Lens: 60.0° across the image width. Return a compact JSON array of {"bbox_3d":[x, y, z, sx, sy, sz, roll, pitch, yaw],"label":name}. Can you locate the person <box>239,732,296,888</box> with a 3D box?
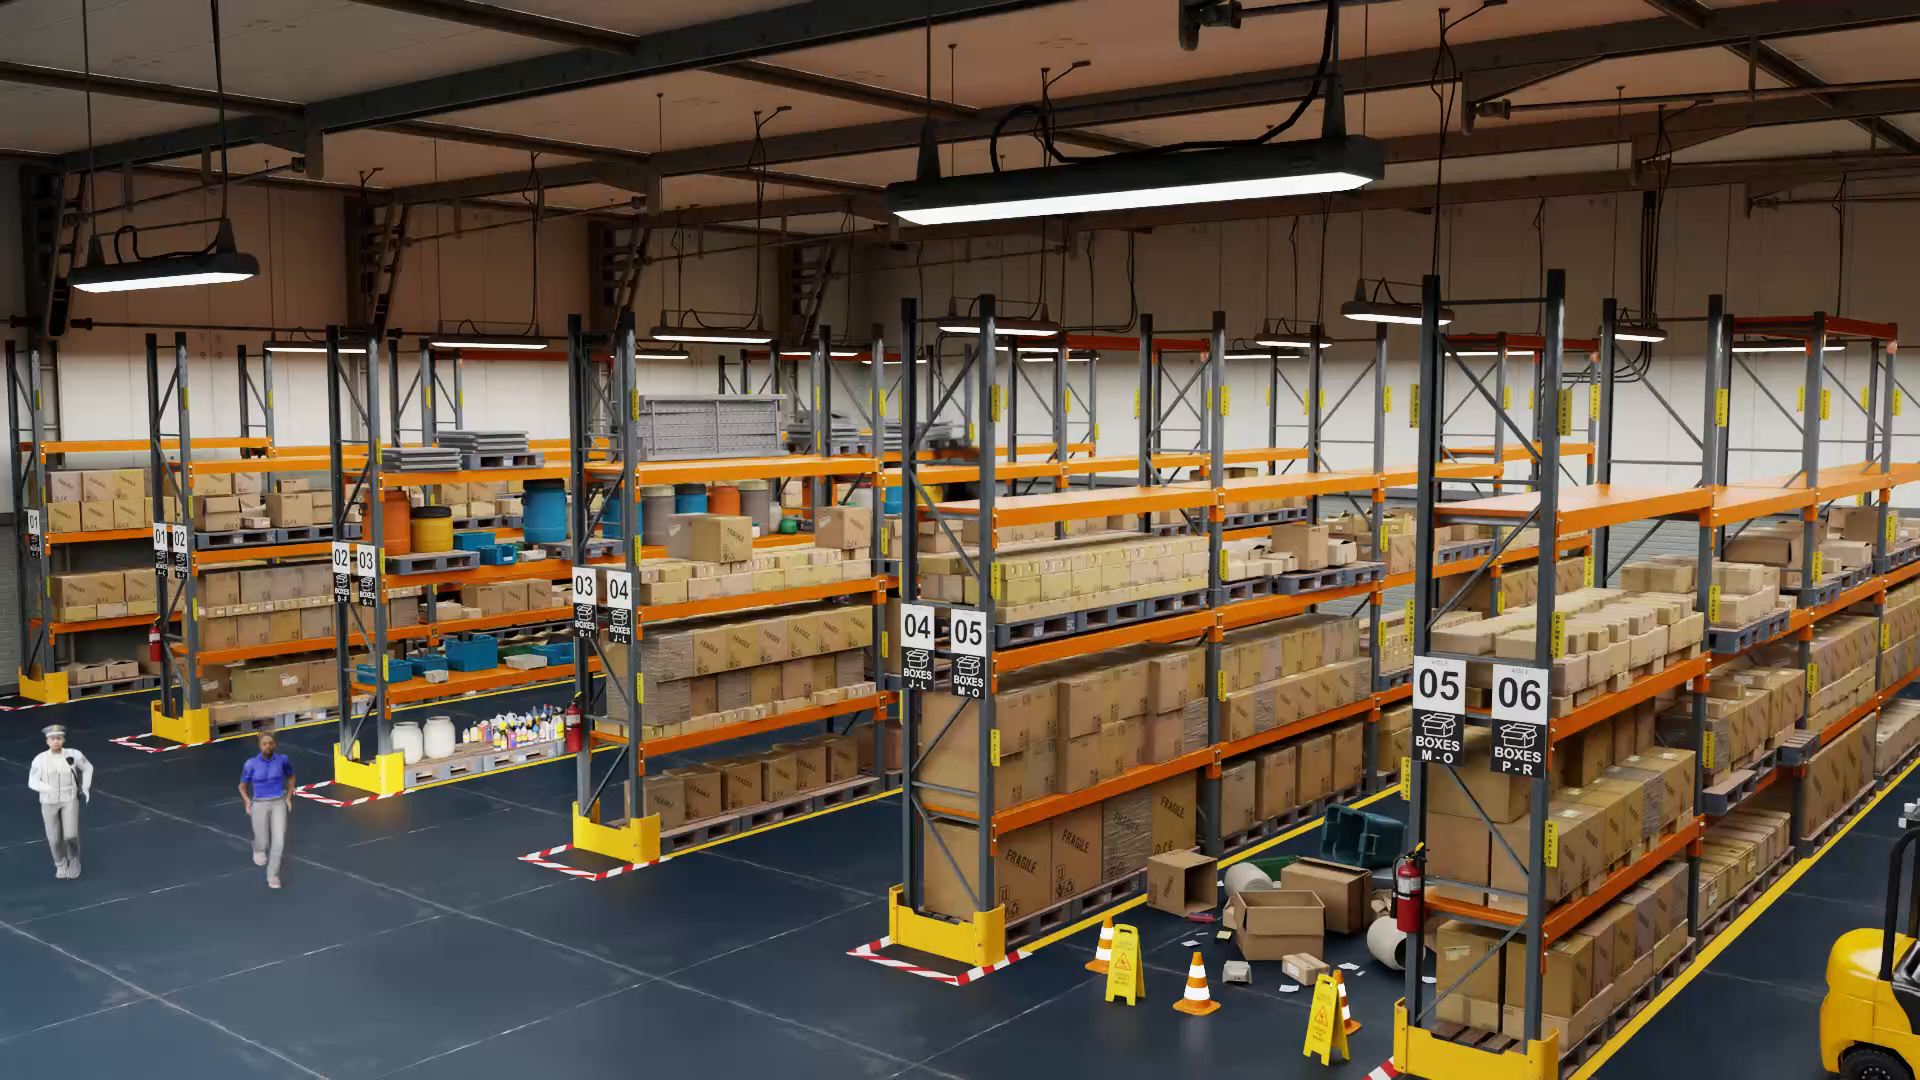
[{"bbox_3d":[-7.275,2.801,17.496,0.562,1.617,0.681,-3,6,-29],"label":"person"}]

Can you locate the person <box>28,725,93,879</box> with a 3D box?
[{"bbox_3d":[-9.417,2.752,17.427,0.587,1.661,0.631,-2,6,-24],"label":"person"}]
